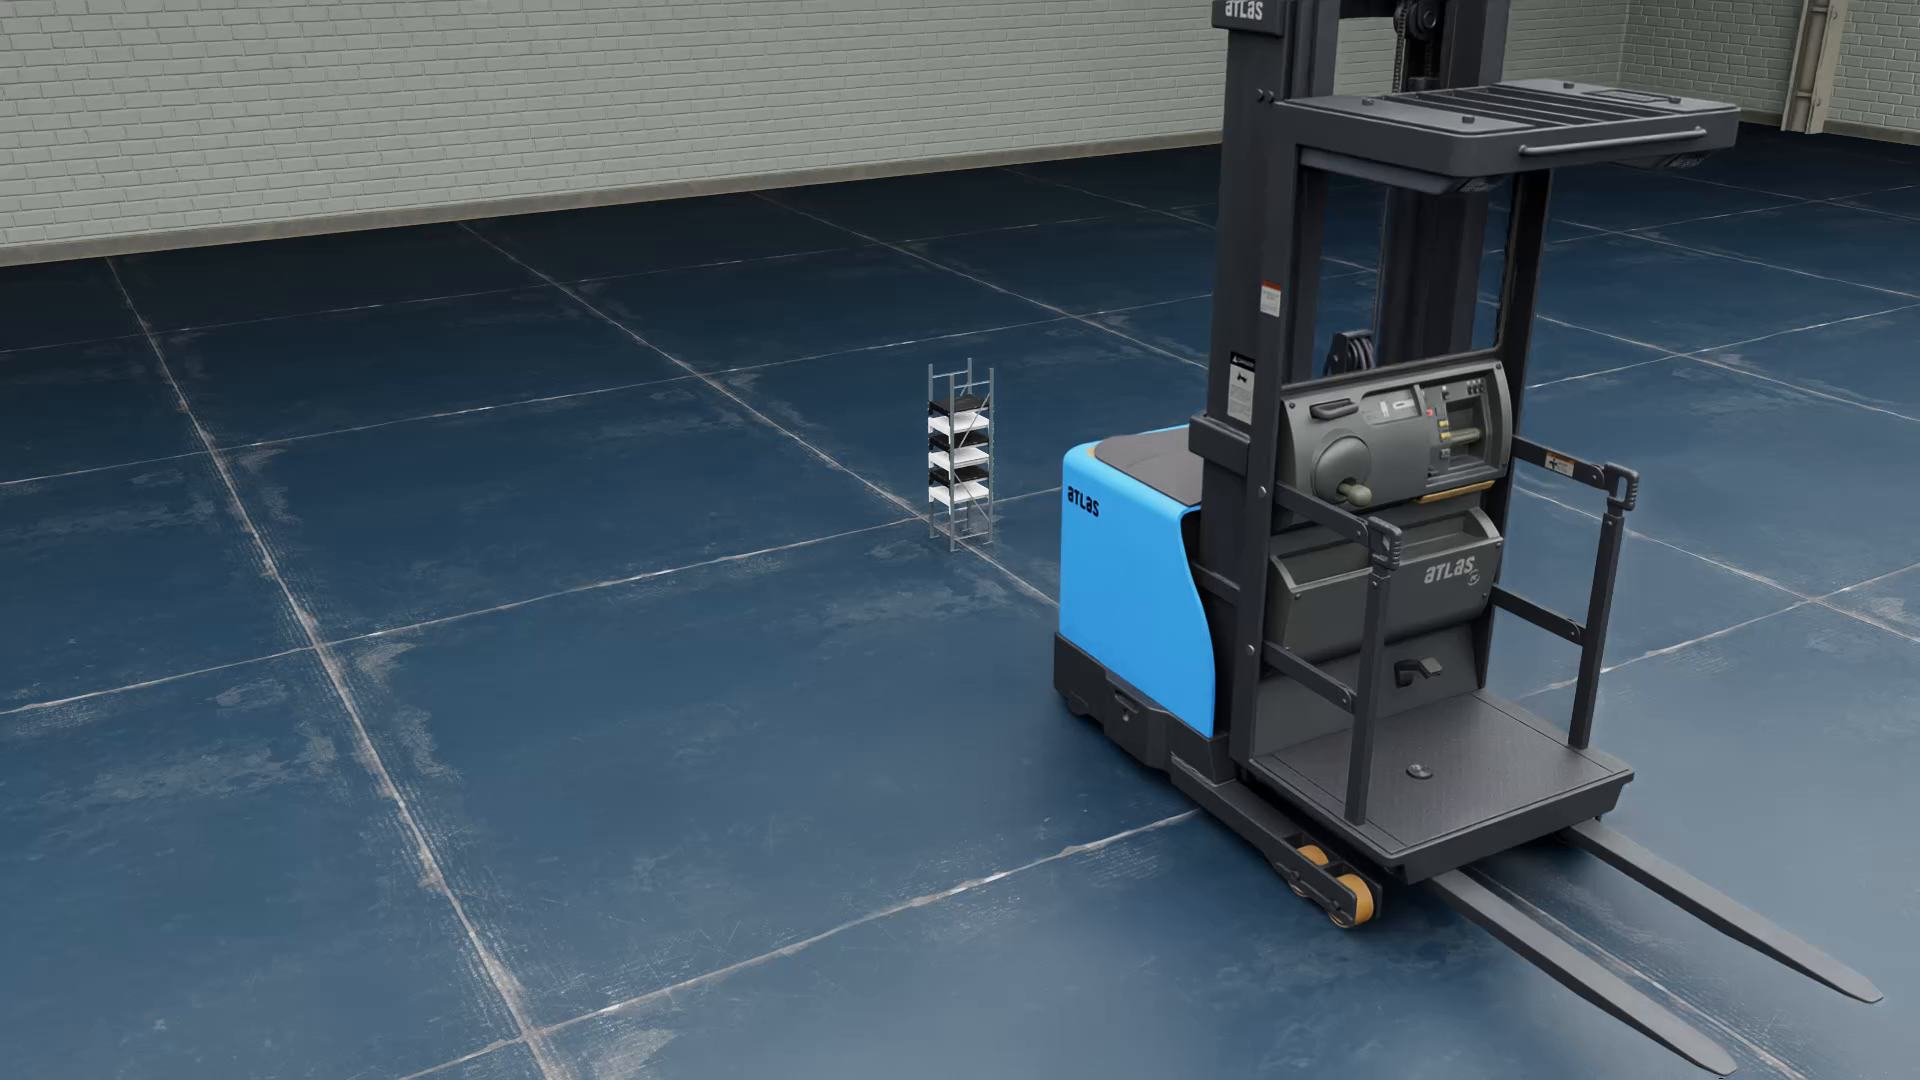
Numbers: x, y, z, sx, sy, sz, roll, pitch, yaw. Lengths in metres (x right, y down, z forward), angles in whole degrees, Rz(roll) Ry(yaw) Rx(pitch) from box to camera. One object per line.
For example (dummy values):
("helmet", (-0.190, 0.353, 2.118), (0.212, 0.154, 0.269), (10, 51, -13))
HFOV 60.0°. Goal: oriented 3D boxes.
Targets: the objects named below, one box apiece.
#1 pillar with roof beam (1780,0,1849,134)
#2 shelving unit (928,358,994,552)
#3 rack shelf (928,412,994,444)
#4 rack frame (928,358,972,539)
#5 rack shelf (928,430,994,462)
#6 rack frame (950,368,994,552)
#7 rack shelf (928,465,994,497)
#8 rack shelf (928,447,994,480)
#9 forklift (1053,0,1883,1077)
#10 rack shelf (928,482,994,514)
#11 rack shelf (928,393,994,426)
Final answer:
("pillar with roof beam", (6.948, -8.513, 17.305), (9.100, 9.000, 0.400), (-13, 25, -28))
("shelving unit", (0.004, -0.414, 8.136), (0.258, 0.900, 0.210), (-13, 25, -28))
("rack shelf", (0.004, -0.550, 8.080), (0.258, 0.077, 0.200), (-13, 25, -28))
("rack frame", (-0.048, -0.447, 8.217), (0.240, 0.900, 0.006), (-13, 25, -28))
("rack shelf", (0.004, -0.467, 8.114), (0.258, 0.077, 0.200), (-13, 25, -28))
("rack frame", (0.056, -0.381, 8.055), (0.240, 0.900, 0.006), (-13, 25, -28))
("rack shelf", (0.004, -0.300, 8.182), (0.258, 0.077, 0.200), (-13, 25, -28))
("rack shelf", (0.004, -0.383, 8.148), (0.258, 0.077, 0.200), (-13, 25, -28))
("forklift", (1.533, -0.323, 5.213), (1.130, 2.935, 3.031), (-12, 25, -27))
("rack shelf", (0.004, -0.217, 8.216), (0.258, 0.077, 0.200), (-13, 25, -28))
("rack shelf", (0.004, -0.633, 8.046), (0.258, 0.077, 0.200), (-13, 25, -28))
